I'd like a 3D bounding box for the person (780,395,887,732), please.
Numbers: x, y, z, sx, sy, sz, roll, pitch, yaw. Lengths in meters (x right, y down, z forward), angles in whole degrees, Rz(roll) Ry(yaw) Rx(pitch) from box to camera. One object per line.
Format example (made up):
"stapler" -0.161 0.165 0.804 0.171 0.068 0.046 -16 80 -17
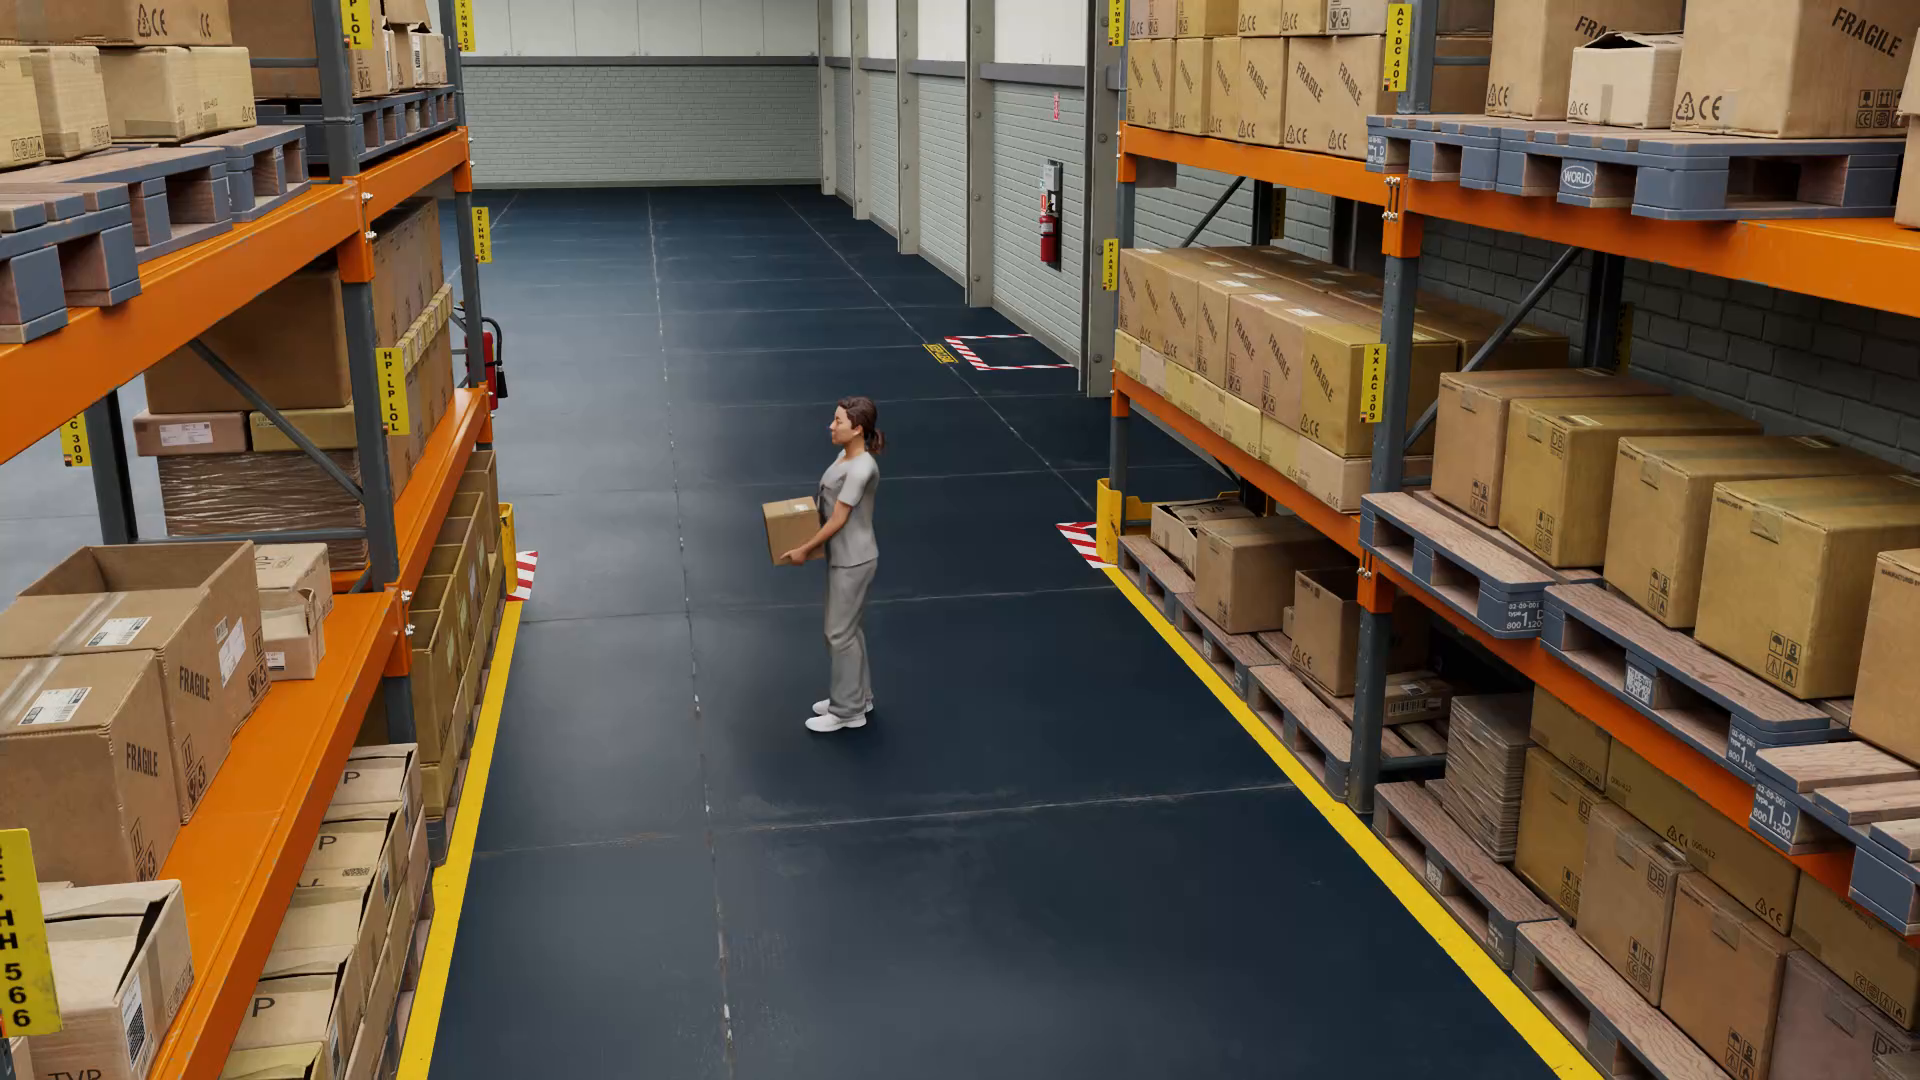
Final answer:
"person" -0.618 0.116 8.165 0.548 1.667 0.434 -3 17 -10
